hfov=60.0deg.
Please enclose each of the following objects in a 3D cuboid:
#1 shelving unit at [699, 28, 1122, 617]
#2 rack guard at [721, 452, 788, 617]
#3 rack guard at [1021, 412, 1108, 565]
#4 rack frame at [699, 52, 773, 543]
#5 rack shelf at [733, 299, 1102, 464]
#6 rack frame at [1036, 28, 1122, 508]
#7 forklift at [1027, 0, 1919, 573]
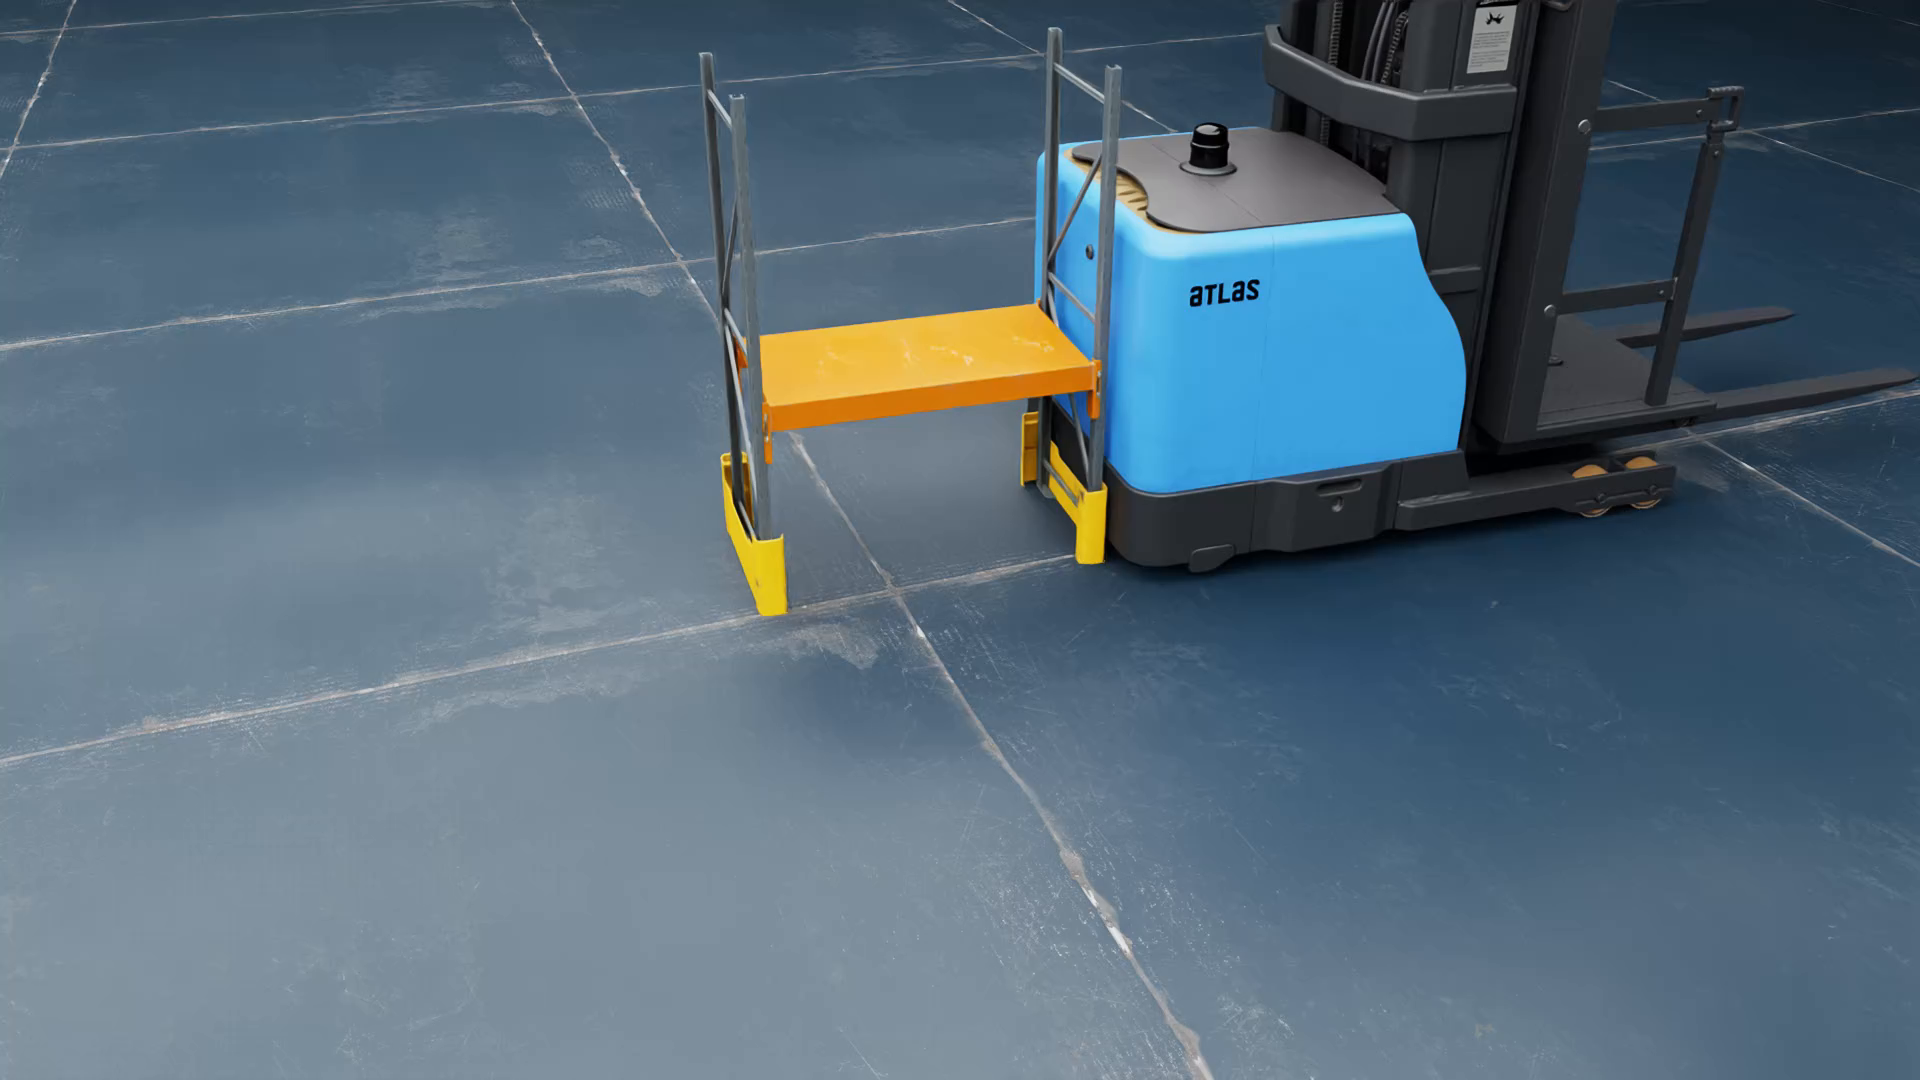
[{"bbox_3d":[-0.151,-0.643,4.863,1.083,1.500,0.587,-9,31,-15],"label":"shelving unit"},{"bbox_3d":[-0.627,-0.026,5.044,0.087,0.250,0.587,-9,31,-15],"label":"rack guard"},{"bbox_3d":[0.325,-0.173,5.301,0.087,0.250,0.587,-9,31,-15],"label":"rack guard"},{"bbox_3d":[-0.628,-0.569,4.734,0.032,1.500,0.500,-9,31,-15],"label":"rack frame"},{"bbox_3d":[-0.142,-0.488,4.954,1.000,0.185,0.538,-9,31,-15],"label":"rack shelf"},{"bbox_3d":[0.343,-0.719,4.996,0.032,1.500,0.500,-9,31,-15],"label":"rack frame"},{"bbox_3d":[1.807,-1.587,5.075,3.031,2.935,1.130,-9,31,-15],"label":"forklift"}]
